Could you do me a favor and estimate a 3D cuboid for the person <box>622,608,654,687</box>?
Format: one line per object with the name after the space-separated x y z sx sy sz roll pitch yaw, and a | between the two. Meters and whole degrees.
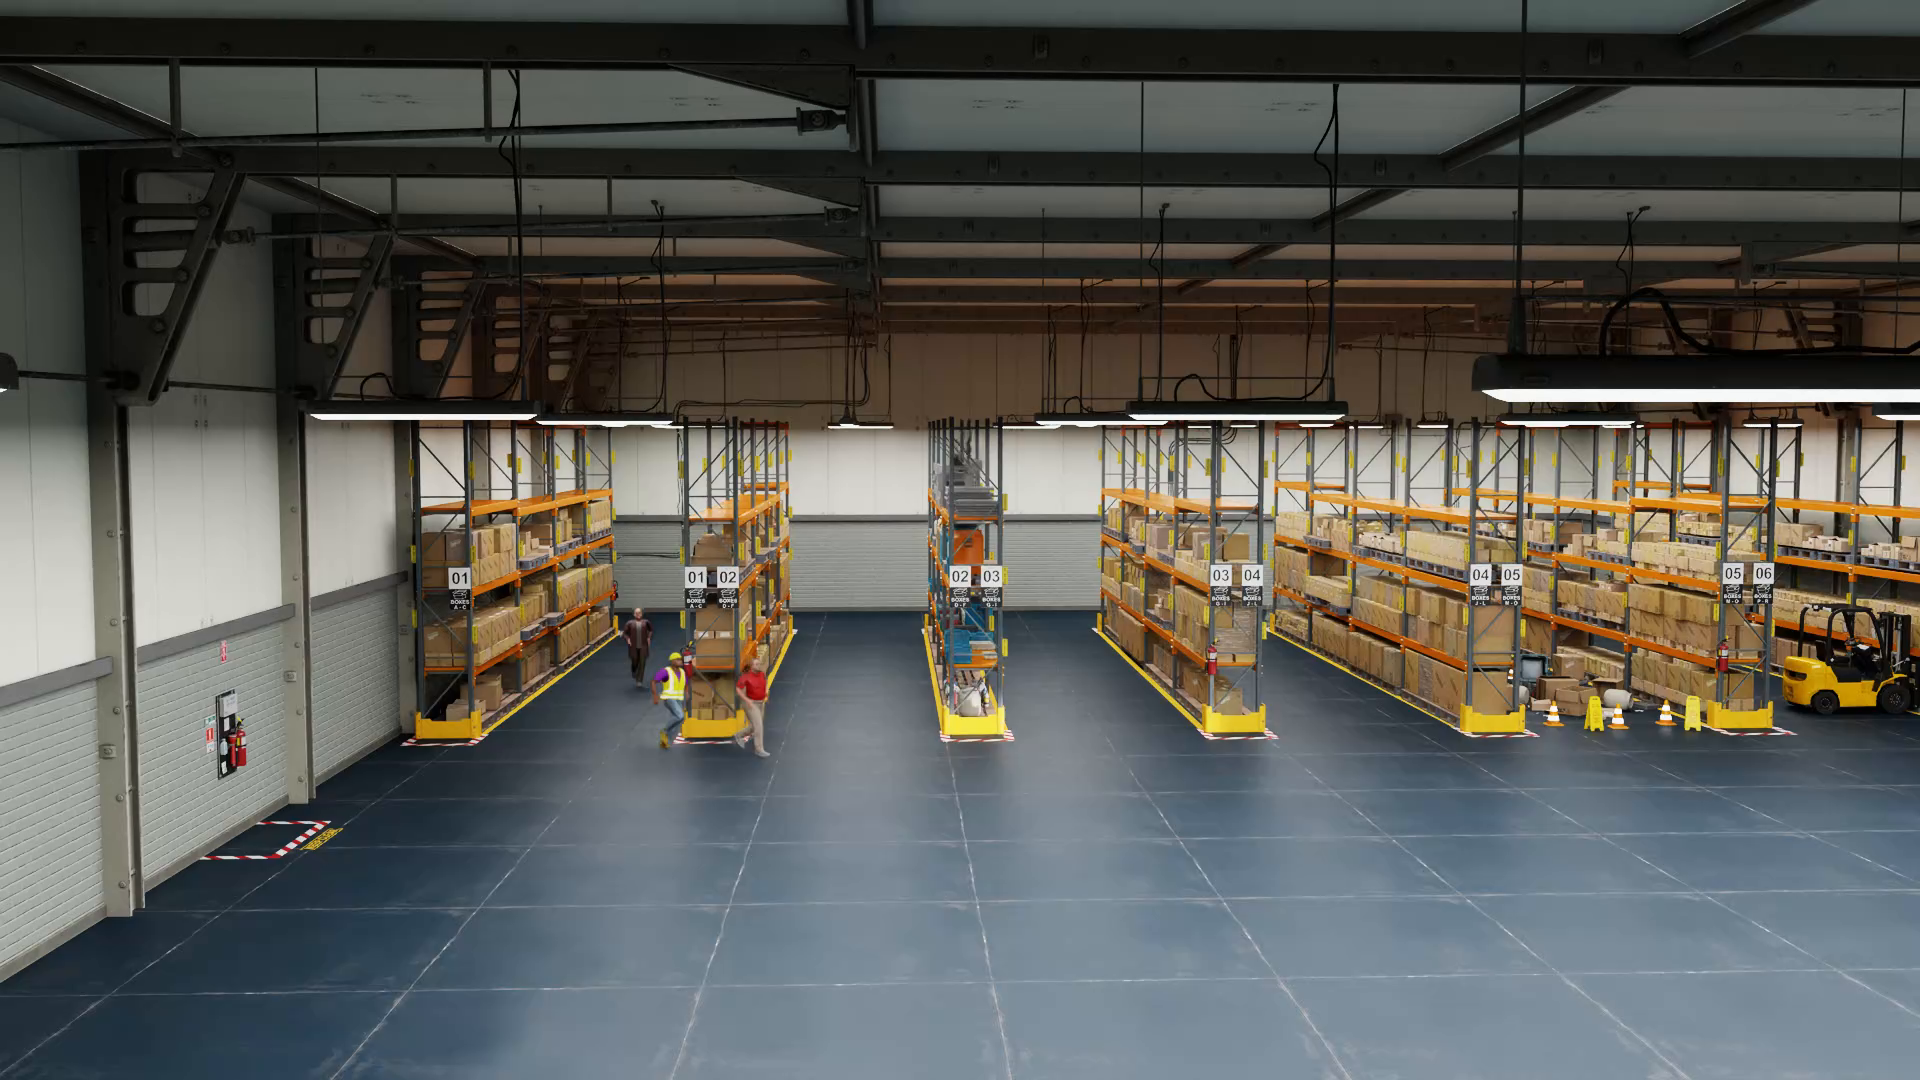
-7.223 2.412 37.404 0.710 1.750 0.888 -1 4 -16 | person

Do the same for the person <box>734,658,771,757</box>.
-3.686 2.940 29.385 0.862 1.718 0.640 2 4 33 | person

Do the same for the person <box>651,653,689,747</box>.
-5.167 2.899 30.158 0.607 1.697 0.737 3 5 37 | person

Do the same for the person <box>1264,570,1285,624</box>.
9.332 1.683 49.058 0.925 1.680 0.590 0 4 0 | person
